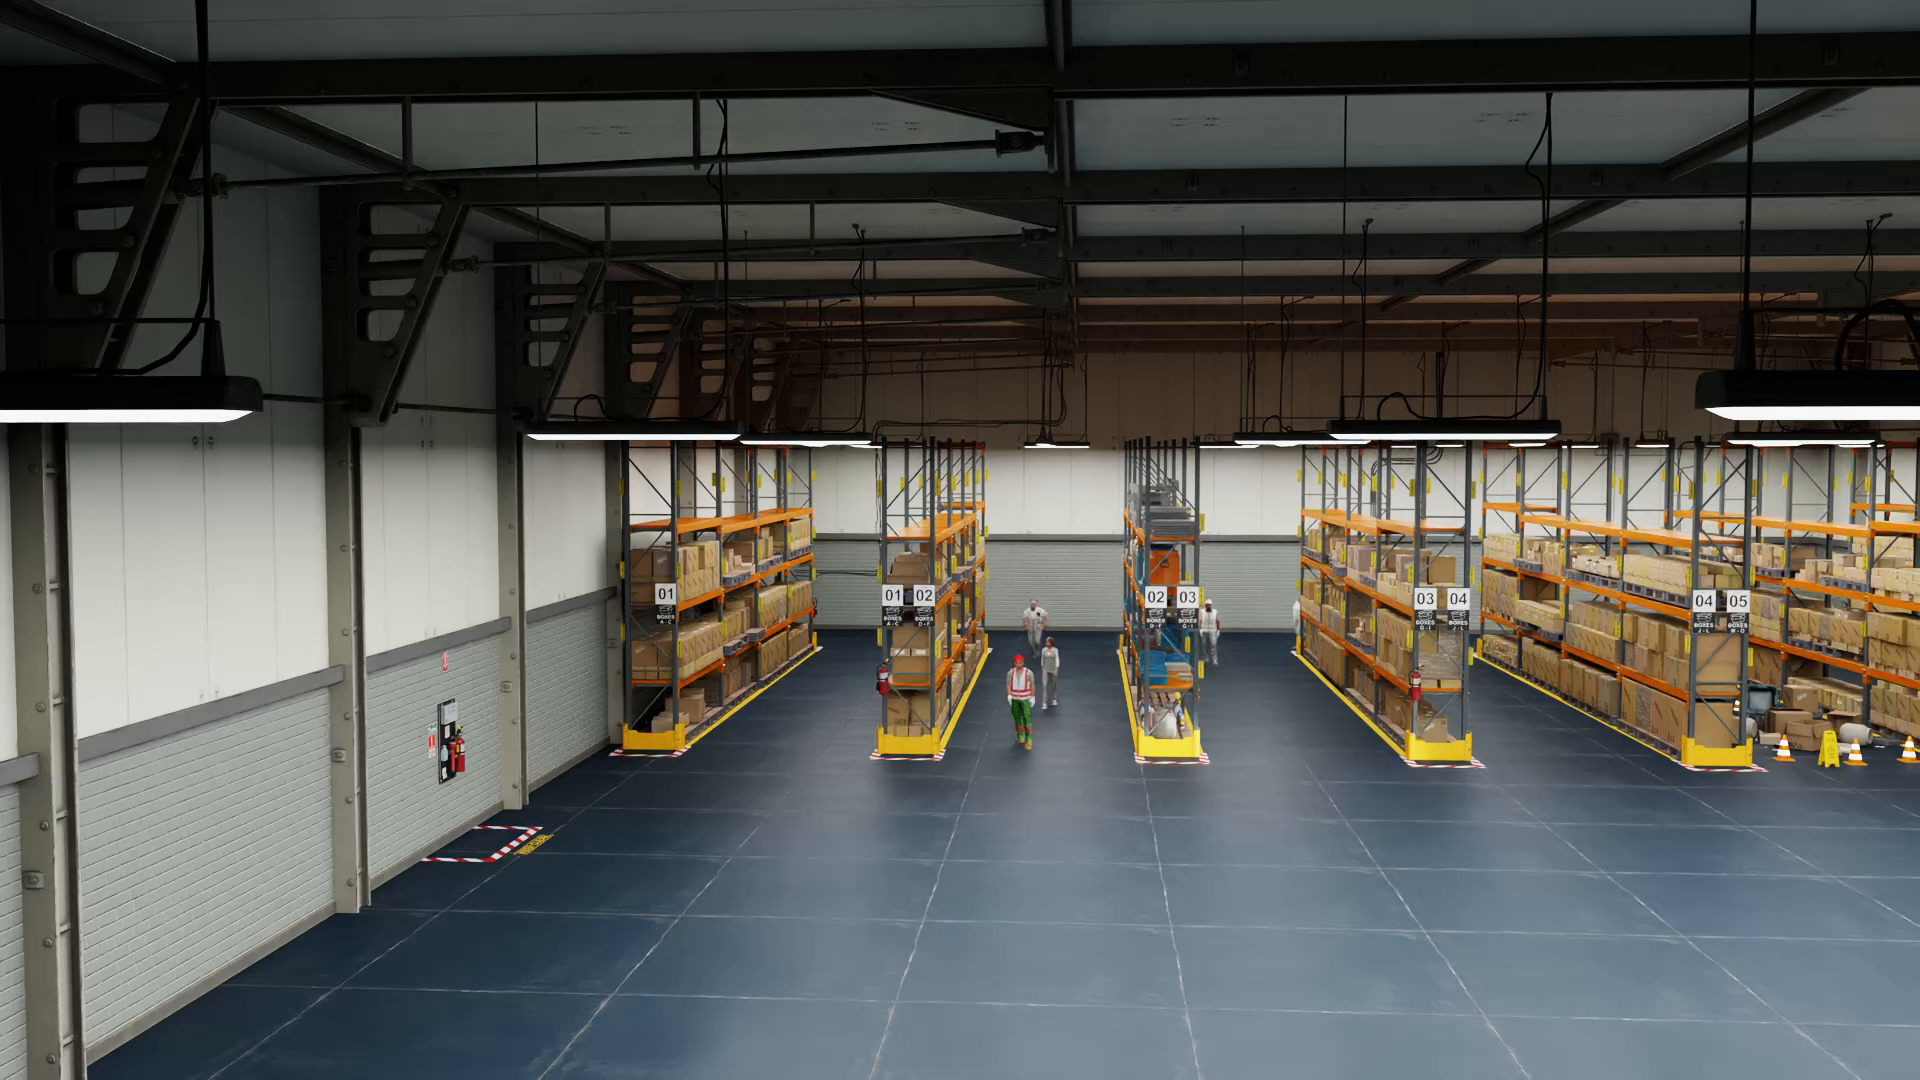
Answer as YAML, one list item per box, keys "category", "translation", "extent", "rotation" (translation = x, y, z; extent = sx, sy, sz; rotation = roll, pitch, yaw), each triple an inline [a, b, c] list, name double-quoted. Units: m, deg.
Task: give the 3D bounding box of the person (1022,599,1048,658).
- category: "person"
  translation: [2.065, 2.437, 45.743]
  extent: [0.693, 1.690, 0.722]
  rotation: [1, 3, 12]

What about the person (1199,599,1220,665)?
- category: "person"
  translation: [6.647, 2.448, 44.407]
  extent: [0.578, 1.734, 0.968]
  rotation: [1, 3, 10]

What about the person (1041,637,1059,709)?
- category: "person"
  translation: [2.002, 2.940, 37.040]
  extent: [0.431, 1.554, 0.856]
  rotation: [1, 3, 13]

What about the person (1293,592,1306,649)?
- category: "person"
  translation: [9.900, 2.316, 48.154]
  extent: [0.796, 1.630, 0.497]
  rotation: [-2, 4, -30]

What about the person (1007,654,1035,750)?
- category: "person"
  translation: [1.185, 3.111, 32.294]
  extent: [0.609, 1.774, 0.789]
  rotation: [1, 3, 20]
